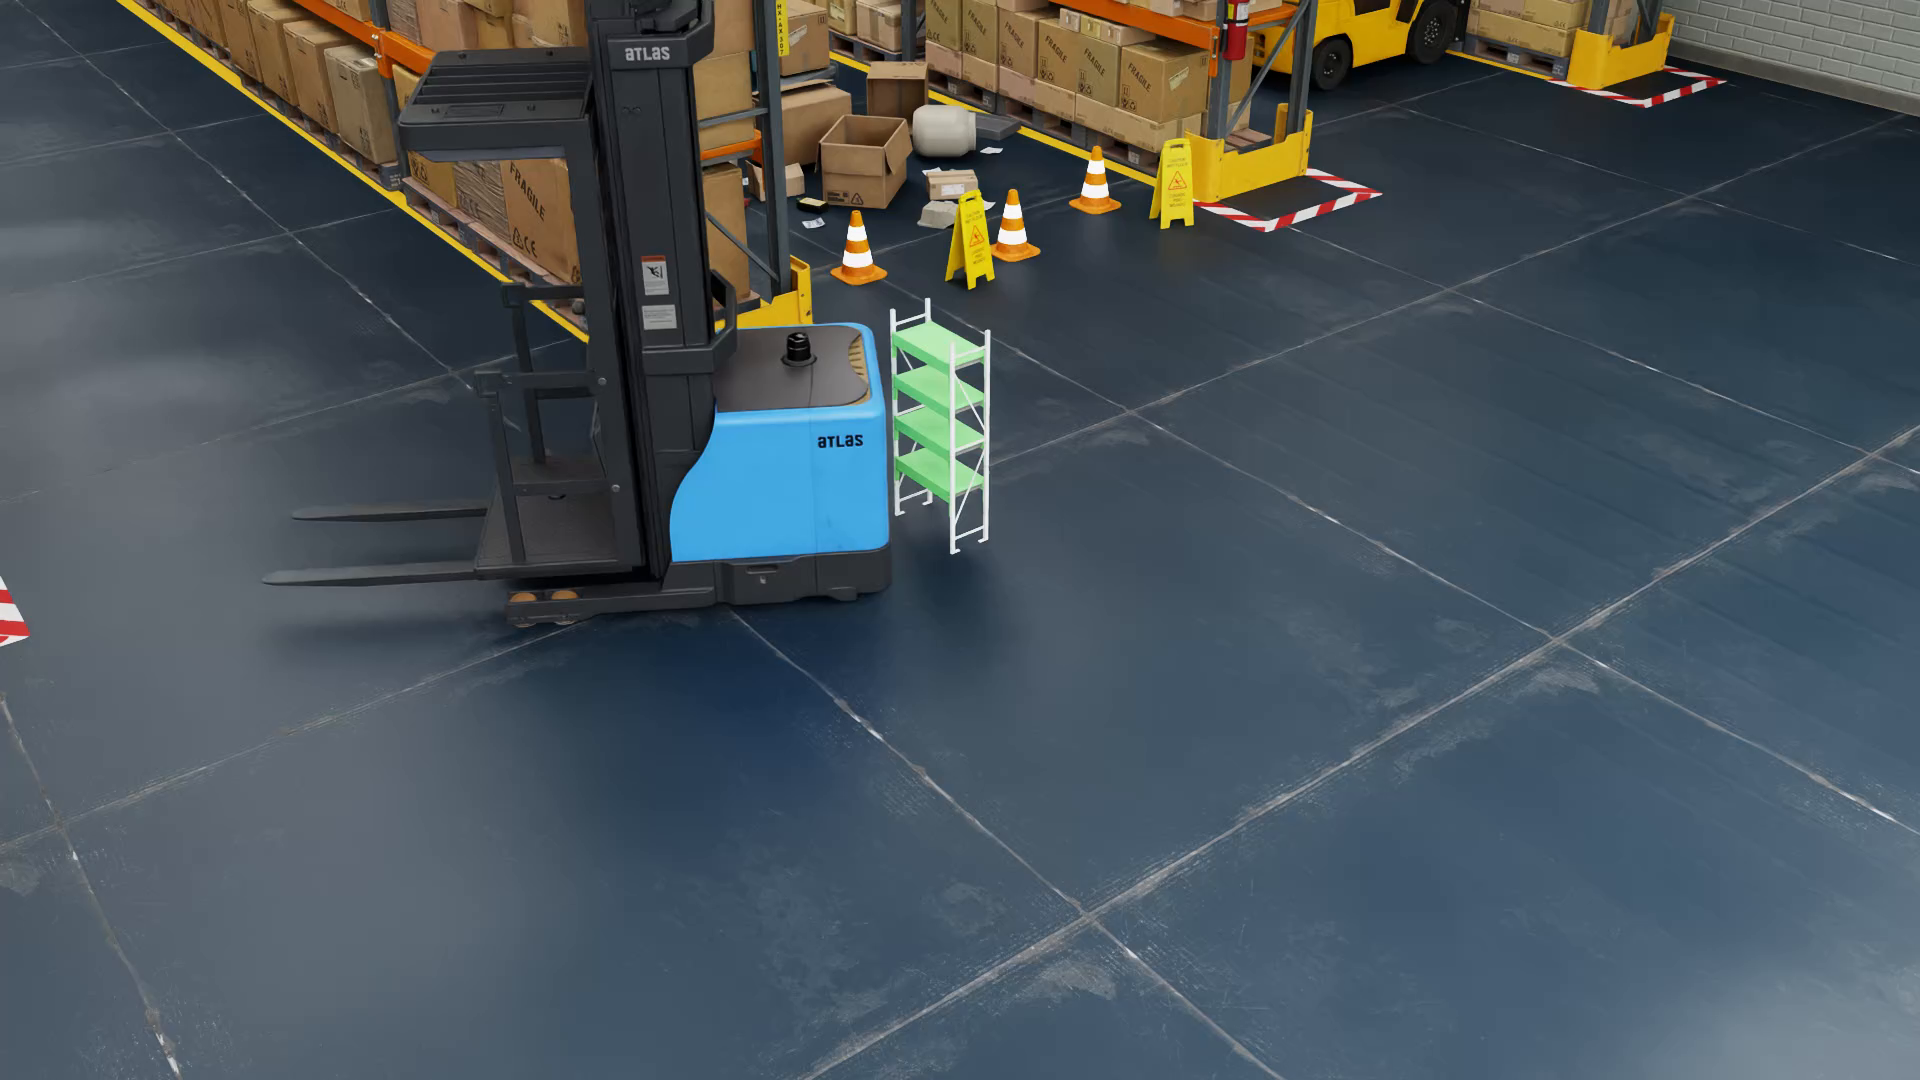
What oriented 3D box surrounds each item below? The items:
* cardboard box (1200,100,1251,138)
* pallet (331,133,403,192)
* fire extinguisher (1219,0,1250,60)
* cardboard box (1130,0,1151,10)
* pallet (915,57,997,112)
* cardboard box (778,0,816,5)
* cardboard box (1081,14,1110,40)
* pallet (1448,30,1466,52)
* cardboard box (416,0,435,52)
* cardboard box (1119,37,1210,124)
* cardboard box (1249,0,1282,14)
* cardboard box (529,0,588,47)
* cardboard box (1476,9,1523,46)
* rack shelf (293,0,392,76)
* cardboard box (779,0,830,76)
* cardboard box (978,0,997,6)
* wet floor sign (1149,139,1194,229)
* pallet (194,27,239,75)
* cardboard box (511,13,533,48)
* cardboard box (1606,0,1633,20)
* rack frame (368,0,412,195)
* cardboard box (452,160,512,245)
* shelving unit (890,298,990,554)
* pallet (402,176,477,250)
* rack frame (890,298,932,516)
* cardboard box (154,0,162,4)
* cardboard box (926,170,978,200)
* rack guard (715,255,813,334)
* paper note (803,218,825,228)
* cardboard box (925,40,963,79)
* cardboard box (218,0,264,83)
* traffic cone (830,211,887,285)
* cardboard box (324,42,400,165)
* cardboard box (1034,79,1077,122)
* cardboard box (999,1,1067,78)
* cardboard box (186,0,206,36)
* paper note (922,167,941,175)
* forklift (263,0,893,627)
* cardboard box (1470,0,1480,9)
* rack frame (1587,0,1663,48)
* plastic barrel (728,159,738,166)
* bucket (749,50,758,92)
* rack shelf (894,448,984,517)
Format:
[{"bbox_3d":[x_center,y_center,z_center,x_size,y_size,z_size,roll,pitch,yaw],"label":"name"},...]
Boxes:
[{"bbox_3d":[2.059,-3.556,13.841,0.500,0.250,0.500,-23,38,-32],"label":"cardboard box"},{"bbox_3d":[-4.499,-3.256,13.793,1.003,0.211,1.213,-22,38,-31],"label":"pallet"},{"bbox_3d":[2.041,-3.891,12.245,0.296,0.674,0.183,-22,38,-31],"label":"fire extinguisher"},{"bbox_3d":[1.553,-4.284,13.042,0.380,0.149,0.250,-23,39,-32],"label":"cardboard box"},{"bbox_3d":[0.322,-4.334,15.529,1.003,0.211,1.213,-22,38,-31],"label":"pallet"},{"bbox_3d":[-1.313,-5.655,17.105,0.950,0.372,0.625,-21,37,-30],"label":"cardboard box"},{"bbox_3d":[1.208,-4.211,13.570,0.380,0.149,0.250,-22,38,-31],"label":"cardboard box"},{"bbox_3d":[5.008,-5.357,17.174,1.003,0.211,1.213,-22,38,-31],"label":"pallet"},{"bbox_3d":[-3.375,-3.836,11.941,0.875,0.550,0.550,-22,38,-31],"label":"cardboard box"},{"bbox_3d":[1.638,-3.699,13.360,0.500,0.500,0.500,-22,38,-31],"label":"cardboard box"},{"bbox_3d":[2.290,-4.222,12.943,0.380,0.149,0.250,-22,38,-31],"label":"cardboard box"},{"bbox_3d":[-2.120,-3.366,10.160,0.875,0.550,0.550,-22,38,-31],"label":"cardboard box"},{"bbox_3d":[5.418,-5.042,16.233,0.500,0.250,0.500,-22,38,-31],"label":"cardboard box"},{"bbox_3d":[-5.193,-4.672,14.111,1.077,0.370,4.000,-22,38,-31],"label":"rack shelf"},{"bbox_3d":[-1.506,-4.459,14.737,0.500,0.500,0.500,-22,38,-31],"label":"cardboard box"},{"bbox_3d":[0.376,-4.773,14.475,0.380,0.149,0.250,-21,37,-30],"label":"cardboard box"},{"bbox_3d":[1.606,-2.695,12.477,0.267,0.644,0.232,-10,33,-15],"label":"wet floor sign"},{"bbox_3d":[-6.897,-4.952,16.524,1.003,0.211,1.213,-22,38,-31],"label":"pallet"},{"bbox_3d":[-2.375,-3.177,10.879,0.875,0.550,0.550,-22,38,-31],"label":"cardboard box"},{"bbox_3d":[6.129,-5.214,16.036,0.500,0.250,0.500,-21,38,-31],"label":"cardboard box"},{"bbox_3d":[-3.966,-4.144,12.579,1.000,3.000,0.127,-22,38,-31],"label":"rack frame"},{"bbox_3d":[-3.080,-2.760,11.967,0.875,0.875,0.875,-22,38,-31],"label":"cardboard box"},{"bbox_3d":[-0.101,-0.579,8.545,0.258,1.200,0.503,-22,38,-31],"label":"shelving unit"},{"bbox_3d":[-3.562,-2.617,12.763,1.003,0.211,1.213,-22,38,-31],"label":"pallet"},{"bbox_3d":[-0.251,-0.680,8.708,0.240,1.200,0.015,-22,38,-31],"label":"rack frame"},{"bbox_3d":[-8.302,-5.981,17.507,0.500,0.500,0.500,-20,37,-29],"label":"cardboard box"},{"bbox_3d":[-0.064,-2.802,13.120,0.380,0.149,0.250,-4,32,-7],"label":"cardboard box"},{"bbox_3d":[-1.498,-1.405,10.538,1.175,0.500,0.348,-22,38,-31],"label":"rack guard"},{"bbox_3d":[-1.108,-2.400,12.587,0.144,0.017,0.142,-10,33,-15],"label":"paper note"},{"bbox_3d":[0.031,-4.464,15.303,0.500,0.250,0.500,-24,39,-33],"label":"cardboard box"},{"bbox_3d":[-6.117,-4.751,15.290,1.050,0.750,0.750,-23,38,-32],"label":"cardboard box"},{"bbox_3d":[-0.717,-2.080,11.660,0.336,0.463,0.334,-22,38,-31],"label":"traffic cone"},{"bbox_3d":[-4.418,-3.596,13.431,1.050,0.750,0.750,-22,38,-32],"label":"cardboard box"},{"bbox_3d":[0.990,-3.815,14.258,0.500,0.250,0.500,-24,39,-33],"label":"cardboard box"},{"bbox_3d":[0.685,-4.347,14.403,0.500,0.500,0.500,-20,37,-29],"label":"cardboard box"},{"bbox_3d":[-7.344,-5.335,16.467,0.500,0.500,0.500,-21,37,-30],"label":"cardboard box"},{"bbox_3d":[-0.220,-3.007,13.573,0.148,0.019,0.142,-10,33,-15],"label":"paper note"},{"bbox_3d":[-1.890,-1.116,7.769,3.031,2.935,1.130,-3,32,-6],"label":"forklift"},{"bbox_3d":[5.076,-5.473,16.453,0.500,0.250,0.500,-23,39,-32],"label":"cardboard box"},{"bbox_3d":[6.254,-5.728,15.129,1.000,3.000,0.127,-22,38,-31],"label":"rack frame"},{"bbox_3d":[-2.059,-3.073,13.296,0.512,0.421,0.421,1,32,2],"label":"plastic barrel"},{"bbox_3d":[-2.061,-4.088,14.151,0.726,0.611,0.620,-10,23,-15],"label":"bucket"},{"bbox_3d":[-0.102,-0.321,8.705,0.258,0.148,0.480,-22,38,-31],"label":"rack shelf"}]
